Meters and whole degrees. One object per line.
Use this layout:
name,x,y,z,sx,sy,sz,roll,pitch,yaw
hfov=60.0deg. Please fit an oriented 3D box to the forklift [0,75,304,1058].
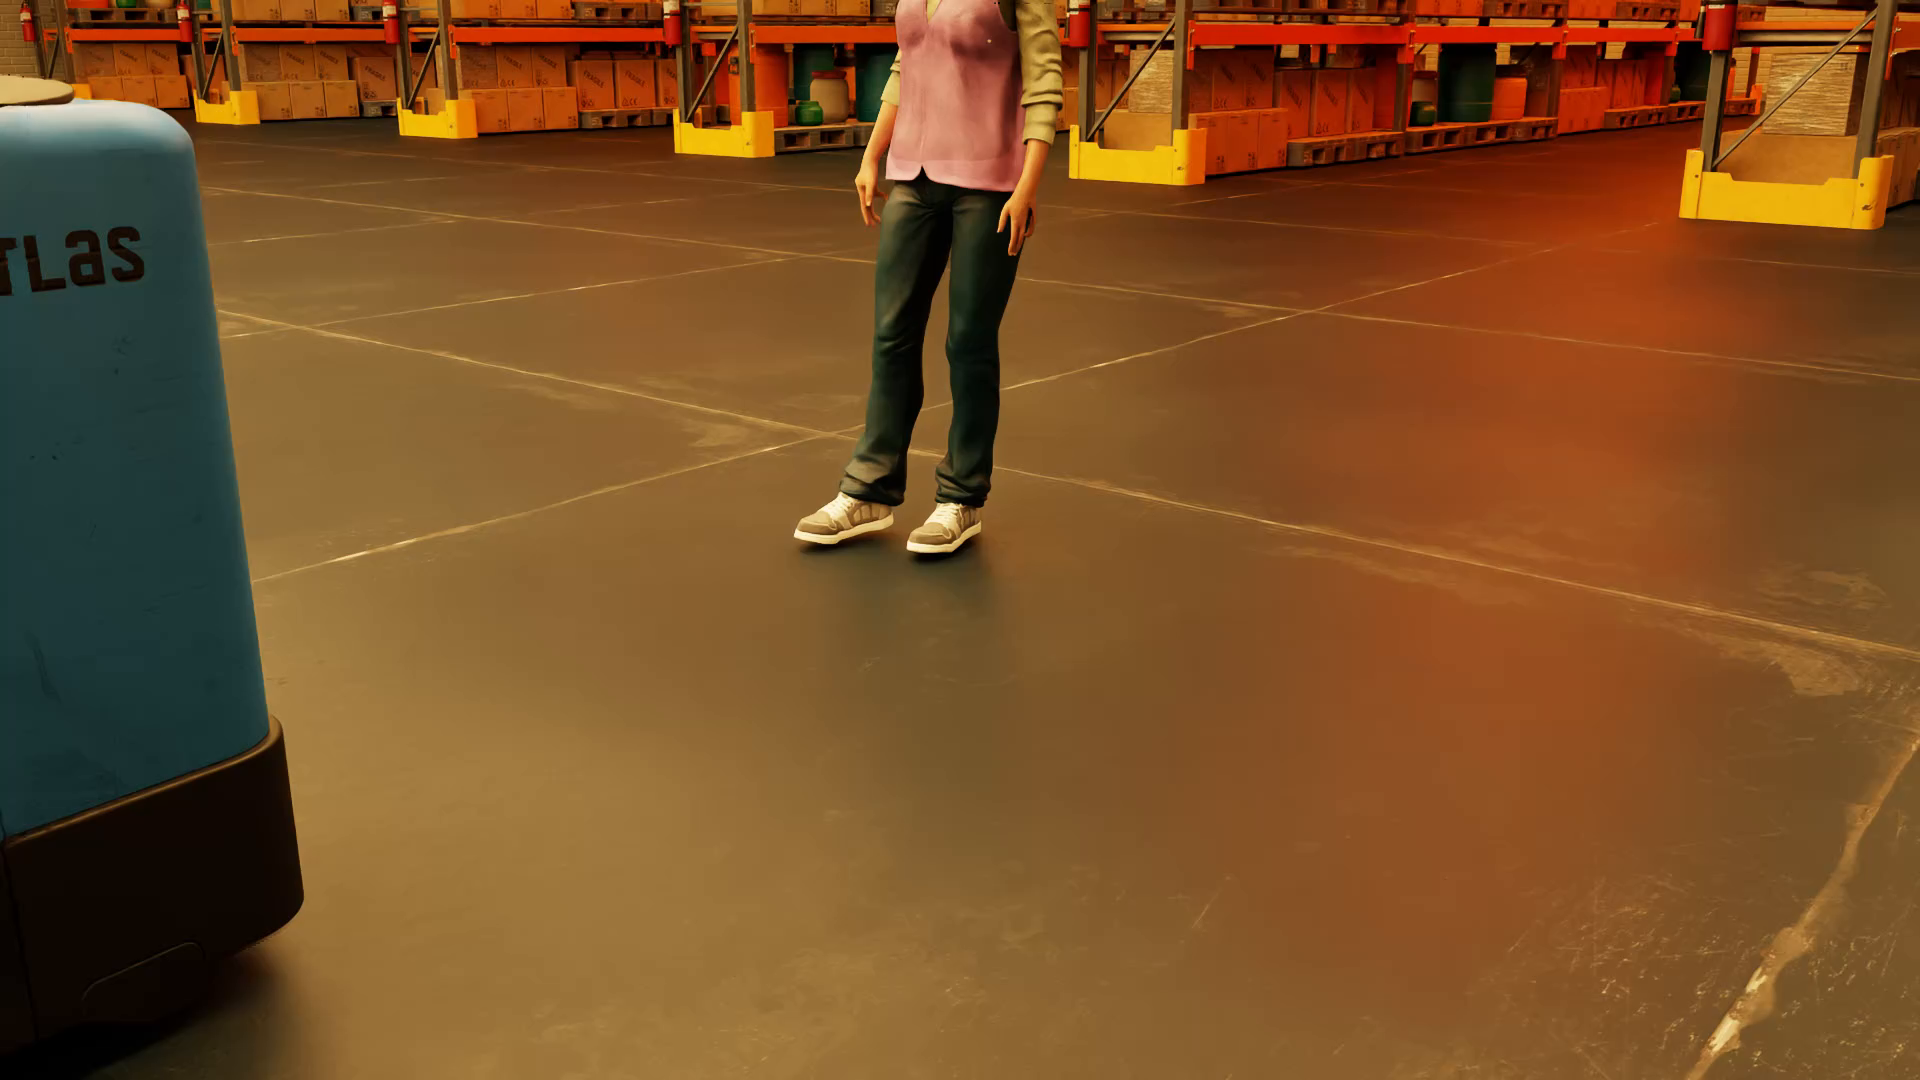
forklift,-2.123,-0.599,0.870,1.130,2.935,3.031,12,21,35

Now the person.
person,-0.058,-0.757,3.661,0.521,1.599,0.473,13,21,37
